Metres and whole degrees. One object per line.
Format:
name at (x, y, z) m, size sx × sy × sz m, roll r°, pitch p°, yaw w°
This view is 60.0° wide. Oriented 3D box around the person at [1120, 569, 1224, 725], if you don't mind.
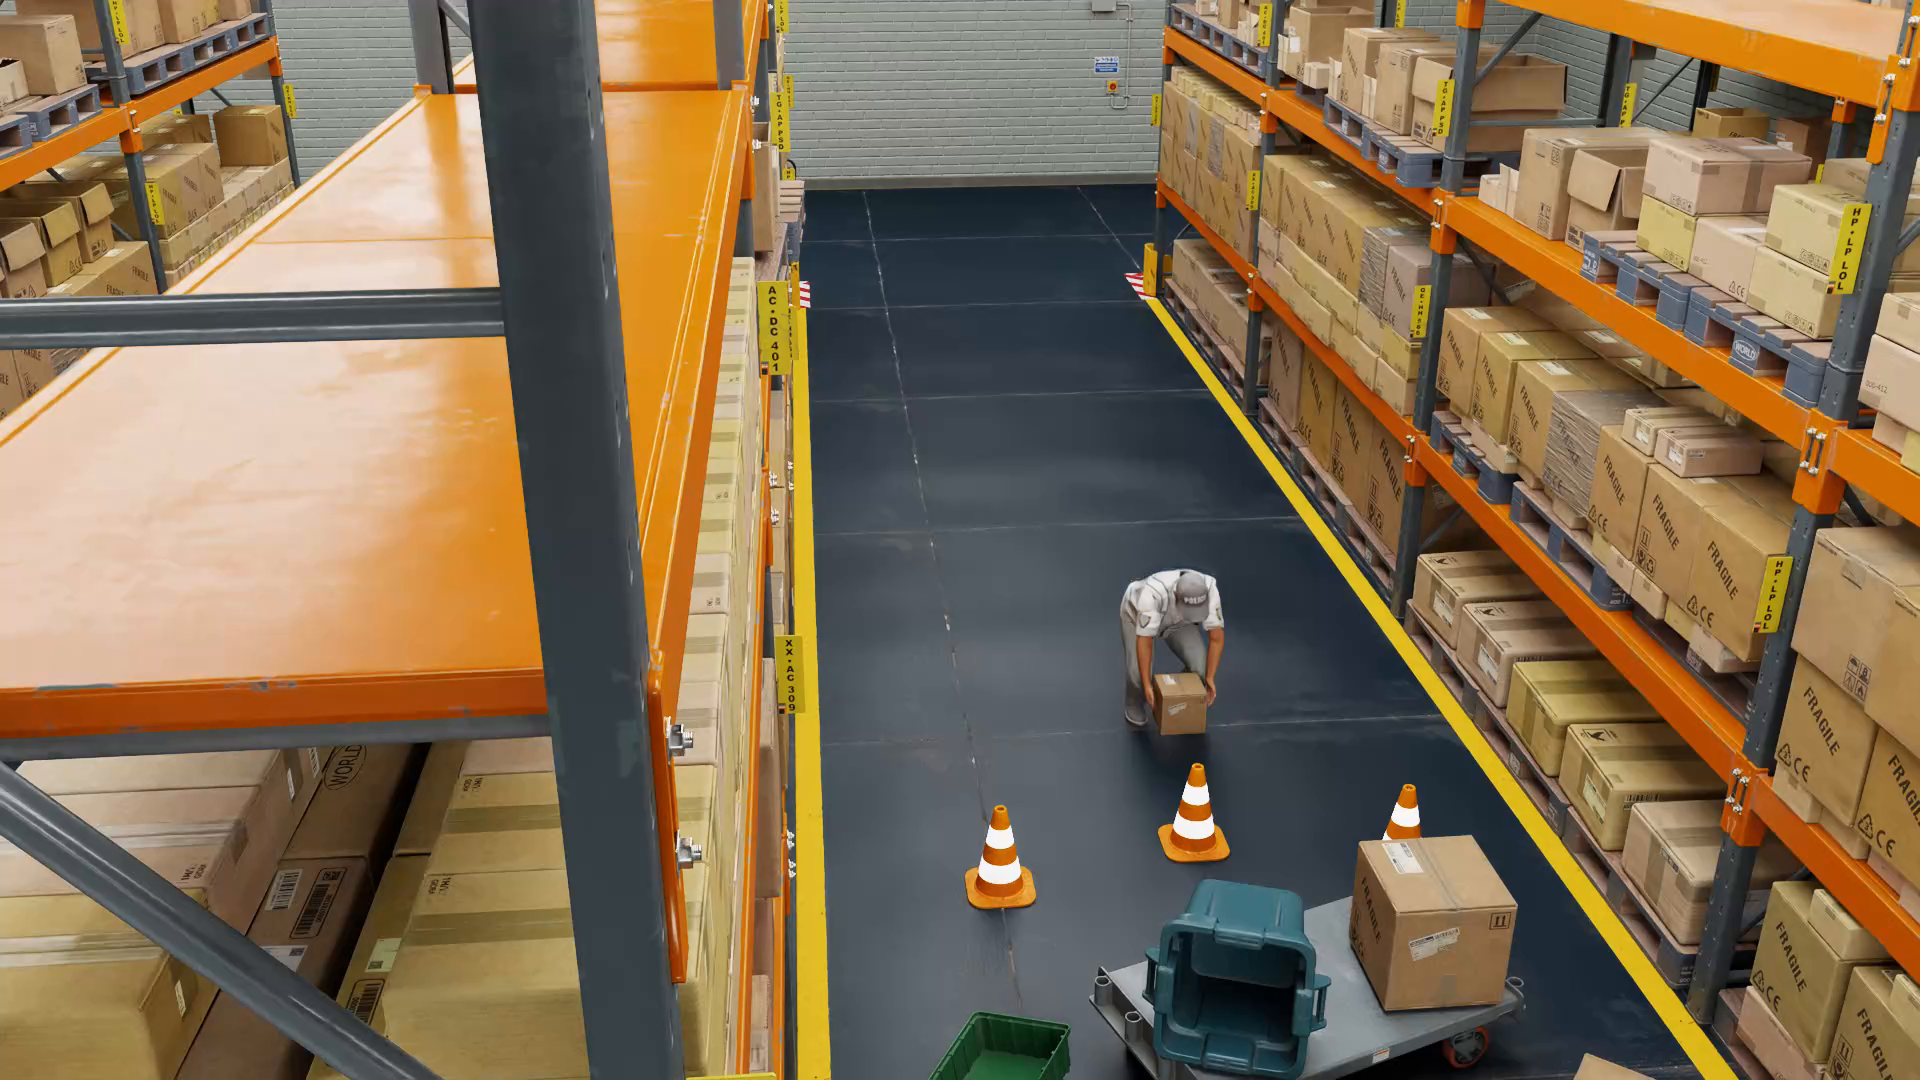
person at (1.211, 0.563, 9.552) m, size 0.535 × 1.084 × 0.831 m, roll -2°, pitch 24°, yaw -5°
